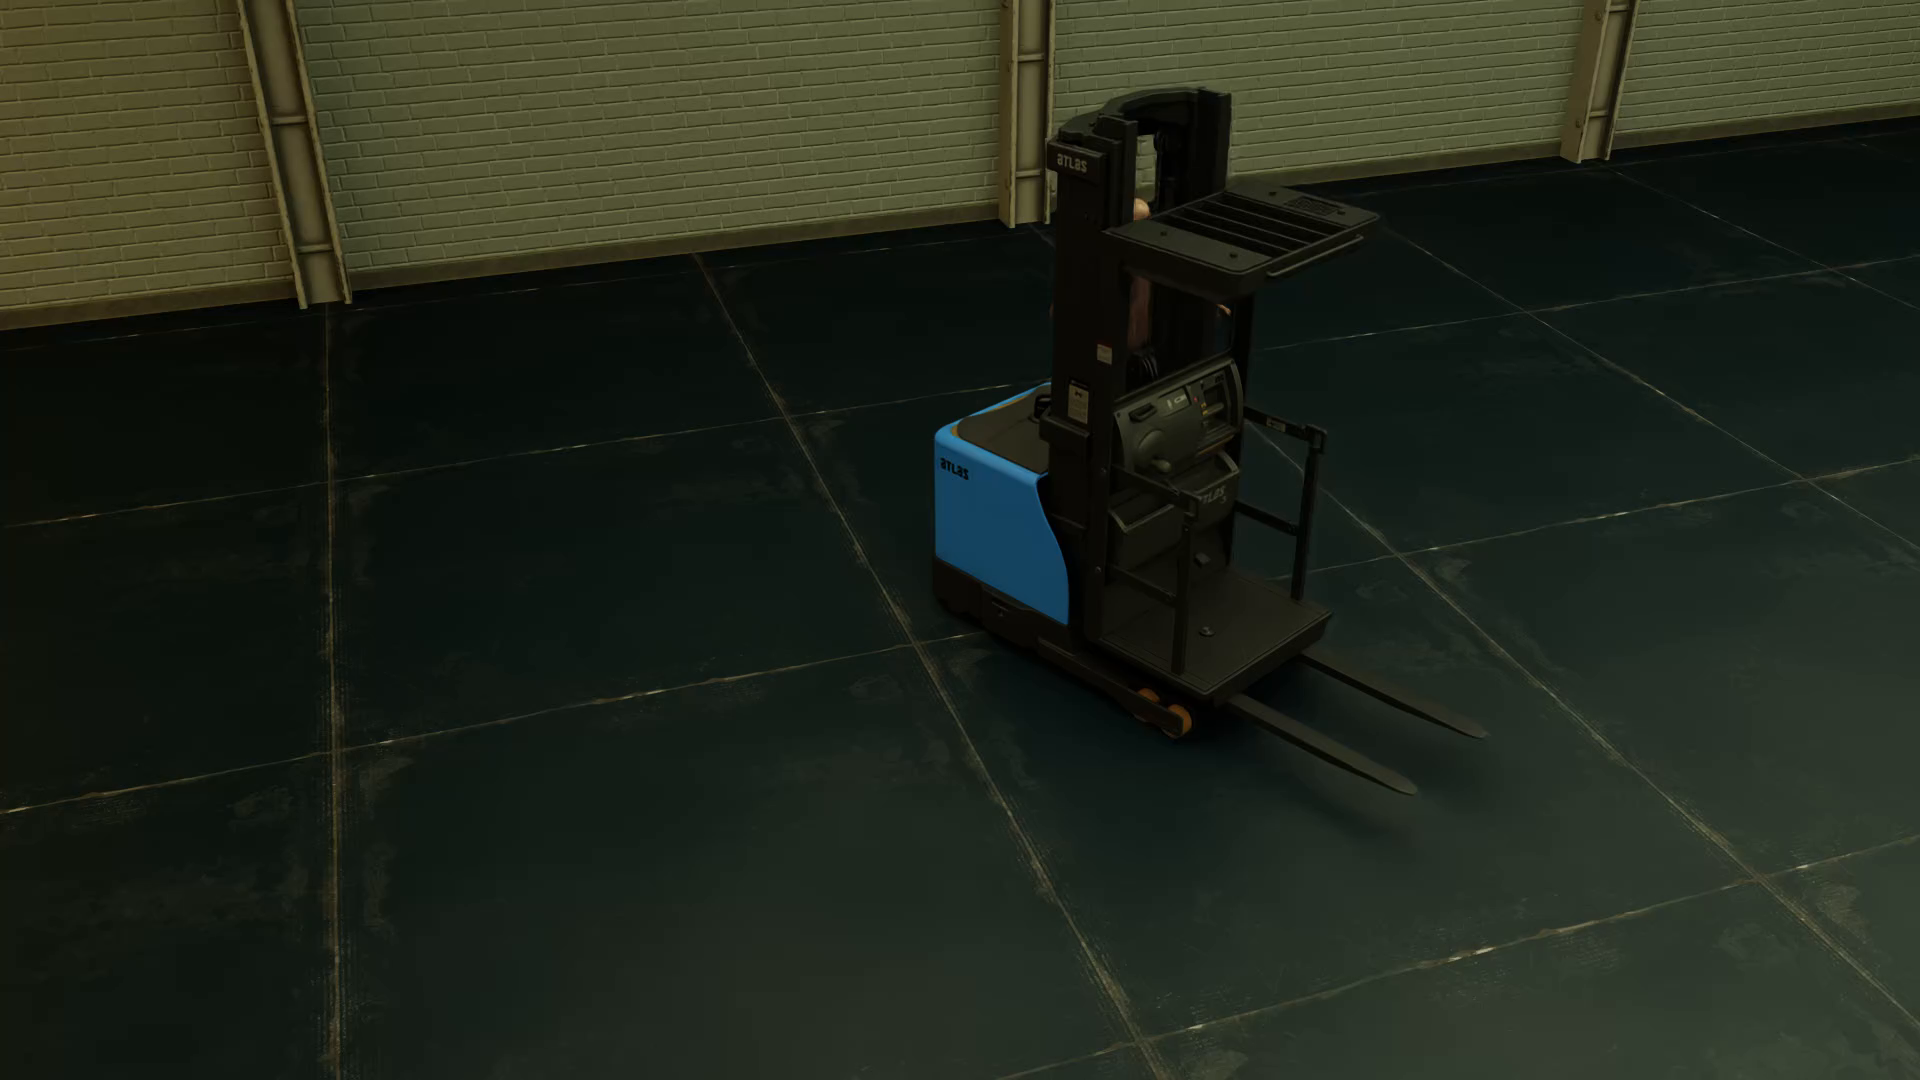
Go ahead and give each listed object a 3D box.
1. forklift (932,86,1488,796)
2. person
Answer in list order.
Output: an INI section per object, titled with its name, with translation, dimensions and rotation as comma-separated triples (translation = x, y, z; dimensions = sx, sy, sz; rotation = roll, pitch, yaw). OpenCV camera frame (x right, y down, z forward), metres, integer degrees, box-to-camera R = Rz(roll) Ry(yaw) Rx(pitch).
[forklift]
translation = 1.235, -0.572, 8.082
dimensions = 1.130, 2.935, 3.031
rotation = -26, 39, -37
[person]
translation = 1.196, -1.415, 10.951
dimensions = 1.222, 1.682, 0.567
rotation = -13, 32, -21
